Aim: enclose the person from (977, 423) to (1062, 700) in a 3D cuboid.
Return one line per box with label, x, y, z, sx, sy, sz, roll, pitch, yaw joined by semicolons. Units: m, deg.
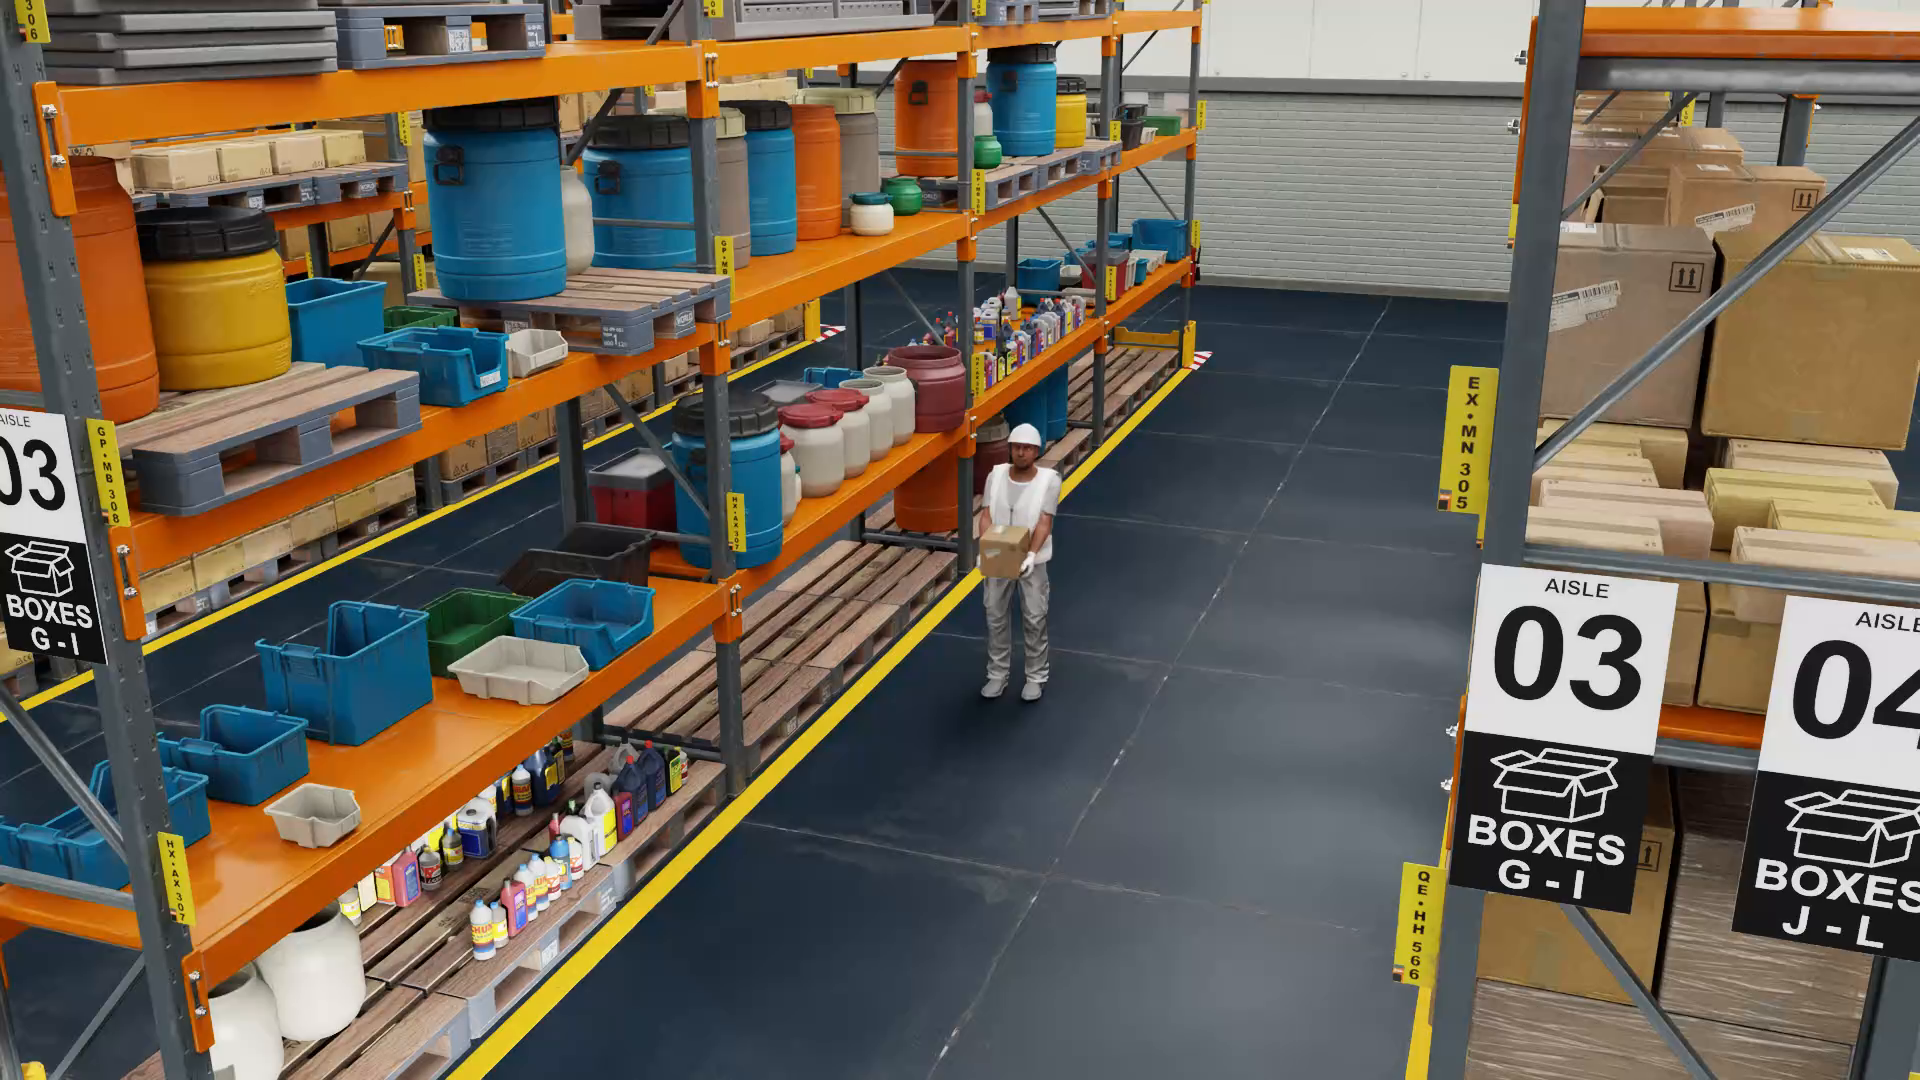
person;0.350;0.164;10.540;0.494;1.782;0.579;6;19;18
